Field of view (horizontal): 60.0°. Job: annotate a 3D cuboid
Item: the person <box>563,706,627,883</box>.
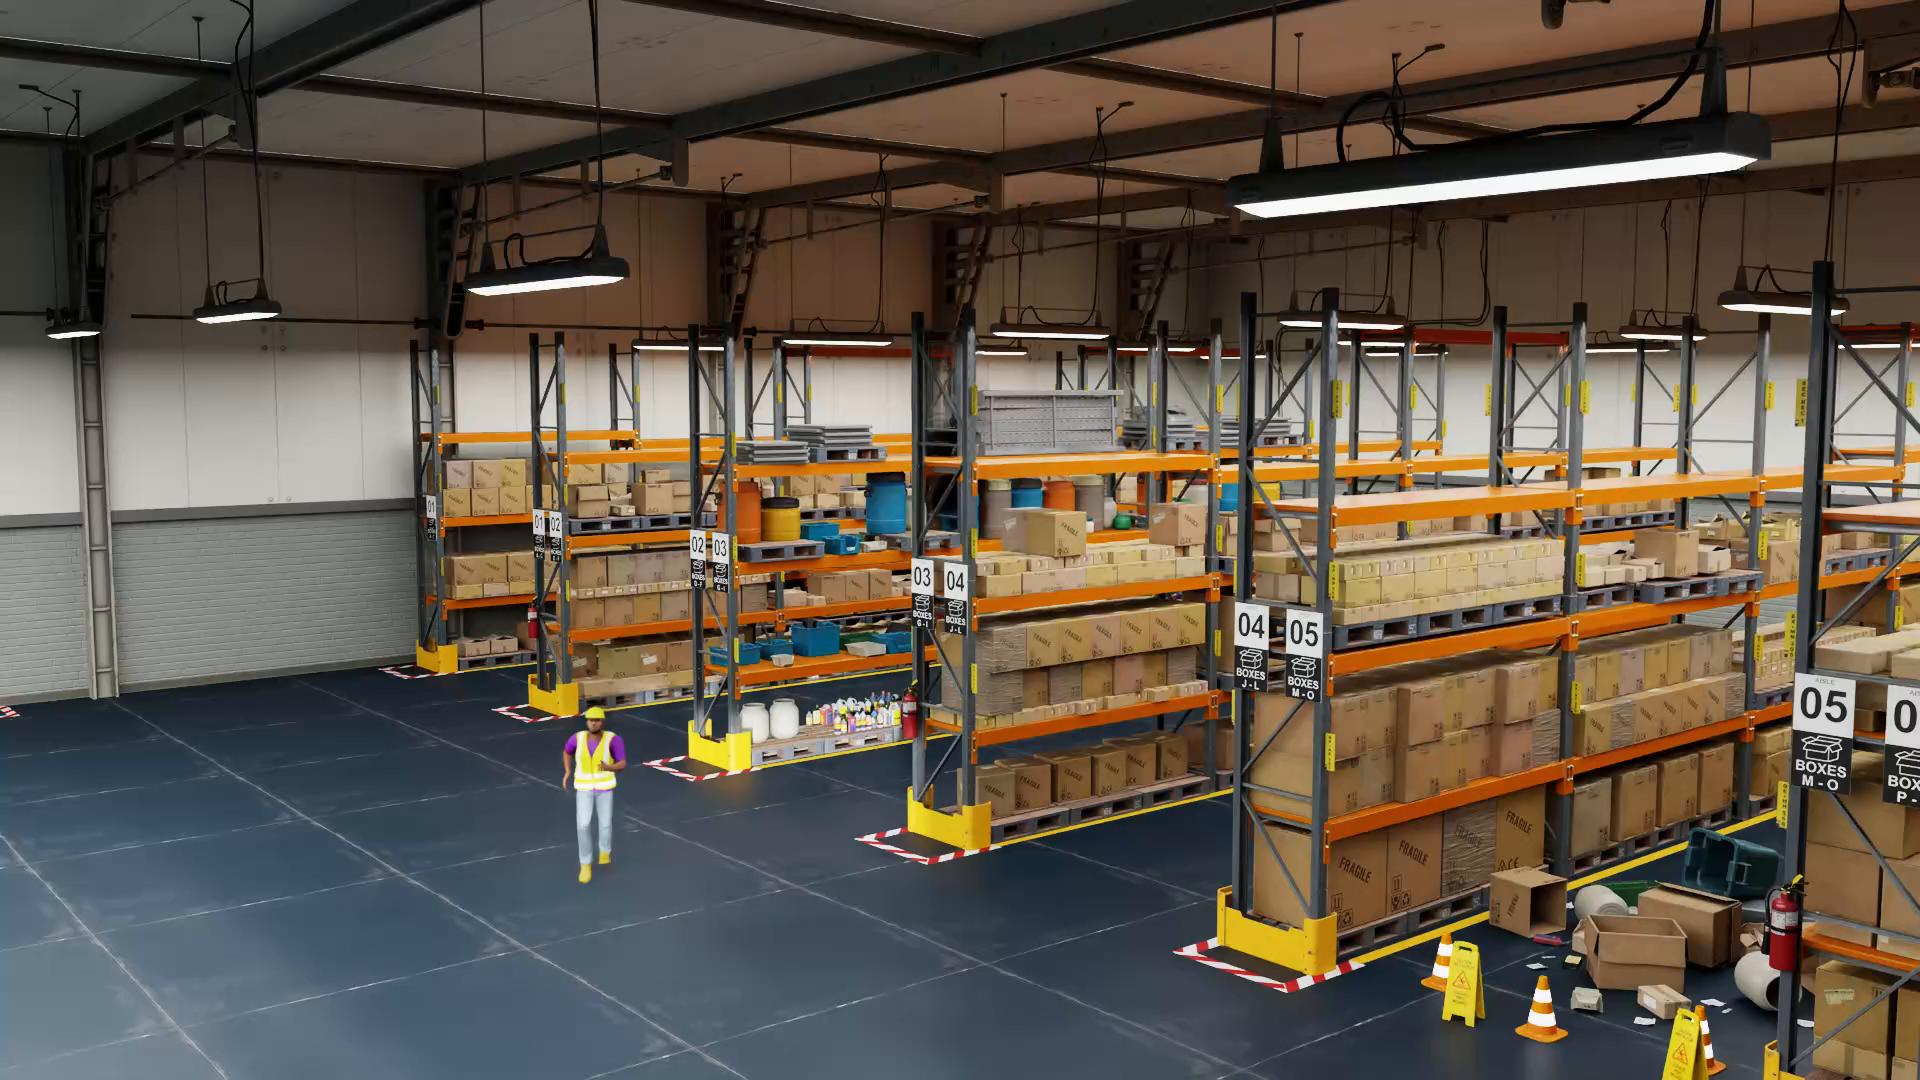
[{"bbox_3d":[-3.856,2.659,17.577,0.677,1.820,0.765,-1,5,-10],"label":"person"}]
